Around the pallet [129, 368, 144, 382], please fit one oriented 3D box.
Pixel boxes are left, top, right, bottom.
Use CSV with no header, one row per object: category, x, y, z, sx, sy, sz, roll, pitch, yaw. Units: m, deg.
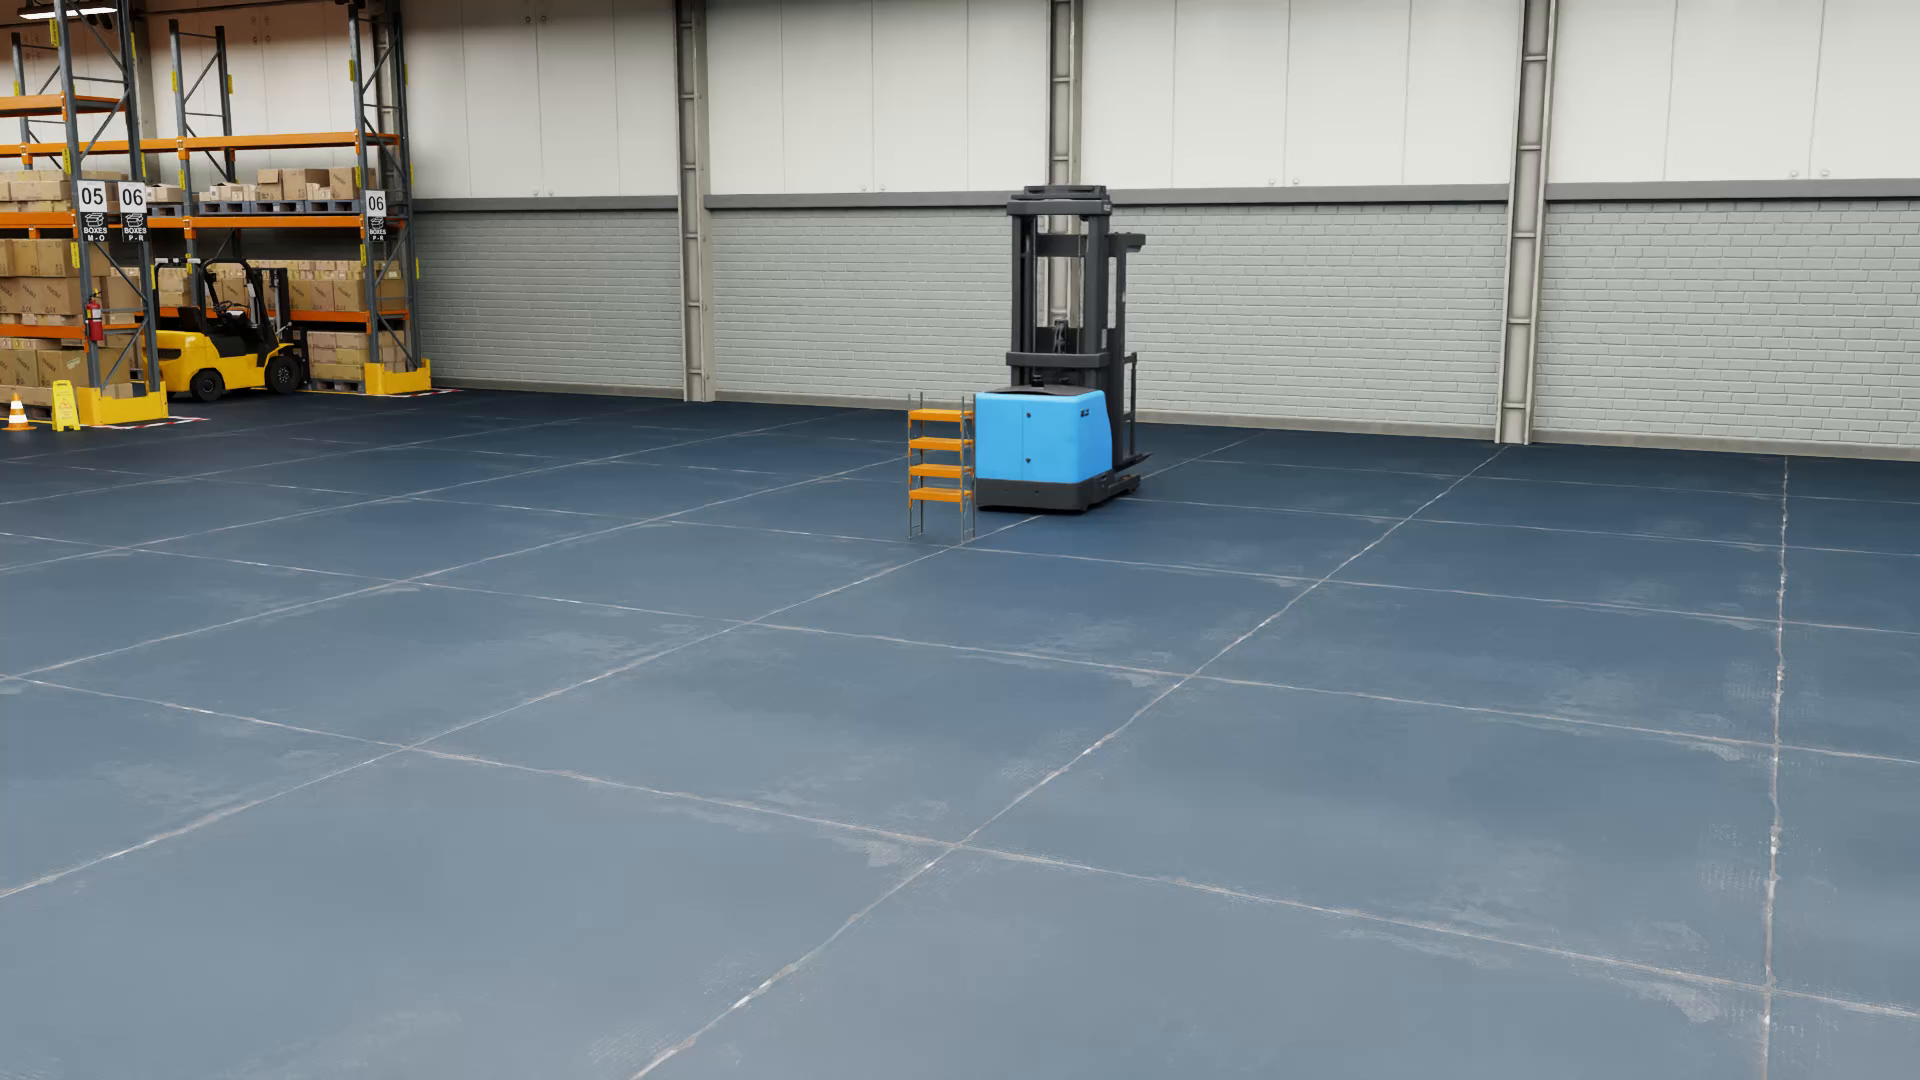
pallet,-14.513,-2.982,29.614,1.213,0.211,1.003,5,11,26

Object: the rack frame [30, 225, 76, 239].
rack frame,-16.324,-4.522,30.291,0.127,3.000,1.000,5,11,26

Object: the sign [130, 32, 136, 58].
sign,-11.103,-6.635,22.280,0.005,0.325,0.100,5,11,26

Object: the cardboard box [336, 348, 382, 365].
cardboard box,-9.725,-2.979,26.906,0.500,0.250,0.500,5,11,25

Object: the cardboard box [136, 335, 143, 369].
cardboard box,-13.903,-3.346,29.285,0.625,0.625,0.875,5,11,25

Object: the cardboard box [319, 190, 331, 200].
cardboard box,-10.028,-5.516,26.609,0.250,0.149,0.380,5,11,24

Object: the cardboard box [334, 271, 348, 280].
cardboard box,-9.827,-4.258,26.730,0.250,0.149,0.380,5,12,27

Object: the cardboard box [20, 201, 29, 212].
cardboard box,-12.445,-4.505,22.484,0.250,0.149,0.380,5,11,26

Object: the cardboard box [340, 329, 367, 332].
cardboard box,-9.947,-3.344,27.517,0.500,0.250,0.500,5,11,26

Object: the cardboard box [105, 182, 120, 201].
cardboard box,-11.676,-4.729,22.599,0.500,0.250,0.500,5,11,25

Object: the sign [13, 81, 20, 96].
sign,-16.556,-7.885,29.183,0.005,0.325,0.100,5,11,26

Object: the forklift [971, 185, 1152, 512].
forklift,1.134,-1.917,16.093,1.130,2.935,3.031,4,11,22

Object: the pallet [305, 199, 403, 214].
pallet,-9.773,-5.384,26.879,1.213,0.211,1.003,5,11,26

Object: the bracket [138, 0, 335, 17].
bracket,-12.215,-8.992,28.040,4.783,0.066,0.076,5,11,26

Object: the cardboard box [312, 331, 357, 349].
cardboard box,-10.162,-3.263,27.068,0.500,0.250,0.500,5,12,27

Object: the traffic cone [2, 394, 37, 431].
traffic cone,-12.299,-1.678,21.700,0.334,0.463,0.336,5,11,26

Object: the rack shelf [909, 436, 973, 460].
rack shelf,-0.148,-0.757,13.668,0.480,0.148,0.258,5,11,26

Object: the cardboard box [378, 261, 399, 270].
cardboard box,-9.357,-4.466,27.049,0.250,0.149,0.380,5,11,25

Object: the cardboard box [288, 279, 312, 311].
cardboard box,-10.628,-4.020,27.238,0.500,0.500,0.500,5,11,25

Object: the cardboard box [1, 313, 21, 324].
cardboard box,-12.951,-3.059,22.917,0.250,0.149,0.380,5,11,25

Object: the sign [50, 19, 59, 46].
sign,-11.607,-6.501,21.313,0.005,0.325,0.100,5,11,26

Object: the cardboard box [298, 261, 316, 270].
cardboard box,-10.519,-4.466,27.044,0.250,0.149,0.380,5,12,27

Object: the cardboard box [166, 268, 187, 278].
cardboard box,-13.381,-4.584,28.532,0.250,0.149,0.380,5,11,25

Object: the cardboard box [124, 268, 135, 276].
cardboard box,-14.301,-4.662,28.965,0.250,0.149,0.380,5,11,26

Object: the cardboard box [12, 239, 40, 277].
cardboard box,-12.348,-3.832,22.558,0.500,0.500,0.700,5,11,26

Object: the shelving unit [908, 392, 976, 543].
shelving unit,-0.148,-0.603,13.695,0.503,1.200,0.258,5,11,26

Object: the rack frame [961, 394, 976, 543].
rack frame,0.070,-0.584,13.589,0.015,1.200,0.240,5,11,26

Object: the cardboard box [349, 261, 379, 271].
cardboard box,-9.565,-4.400,26.684,0.250,0.149,0.380,5,11,26

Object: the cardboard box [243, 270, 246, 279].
cardboard box,-11.666,-4.419,27.623,0.250,0.149,0.380,5,11,25

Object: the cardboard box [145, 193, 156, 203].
cardboard box,-13.858,-5.853,28.469,0.250,0.149,0.380,5,11,26

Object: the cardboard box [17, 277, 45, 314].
cardboard box,-12.399,-3.333,22.606,0.500,0.500,0.500,5,11,26

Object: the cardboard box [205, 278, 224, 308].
cardboard box,-12.455,-4.179,28.117,0.500,0.500,0.500,5,11,24

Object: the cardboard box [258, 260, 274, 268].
cardboard box,-11.392,-4.560,27.564,0.250,0.149,0.380,5,11,26

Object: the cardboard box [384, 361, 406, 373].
cardboard box,-9.504,-2.815,27.401,0.500,0.250,0.500,5,11,26

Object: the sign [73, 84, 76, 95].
sign,-16.082,-8.100,30.150,0.005,0.325,0.100,5,11,26

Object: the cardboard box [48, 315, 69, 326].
cardboard box,-12.049,-2.972,22.434,0.250,0.149,0.380,5,11,25

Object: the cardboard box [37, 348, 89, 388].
cardboard box,-12.177,-2.342,22.685,0.500,0.500,0.500,5,11,26

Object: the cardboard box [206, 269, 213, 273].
cardboard box,-12.568,-4.508,28.112,0.250,0.149,0.380,5,11,25

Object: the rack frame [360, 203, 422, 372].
rack frame,-9.150,-3.891,26.807,0.127,3.000,1.000,5,11,26

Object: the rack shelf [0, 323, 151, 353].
rack shelf,-13.137,-2.902,23.361,4.000,0.370,1.077,5,11,26

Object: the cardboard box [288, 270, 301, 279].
cardboard box,-10.746,-4.339,27.181,0.250,0.149,0.380,5,11,26

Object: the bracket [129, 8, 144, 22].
bracket,-14.541,-9.197,29.170,0.430,0.232,0.235,5,11,26

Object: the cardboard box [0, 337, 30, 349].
cardboard box,-12.995,-2.721,22.956,0.250,0.149,0.380,6,12,28

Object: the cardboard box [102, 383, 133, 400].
cardboard box,-11.944,-2.059,23.228,0.500,0.250,0.500,5,11,25

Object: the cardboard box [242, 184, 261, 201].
cardboard box,-11.541,-5.707,27.333,0.258,0.266,0.396,5,11,24

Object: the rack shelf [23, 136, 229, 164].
rack shelf,-14.531,-6.765,28.985,4.000,0.370,1.077,5,11,26

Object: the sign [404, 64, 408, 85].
sign,-8.899,-7.469,26.663,0.005,0.325,0.100,5,11,26

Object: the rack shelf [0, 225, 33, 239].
rack shelf,-18.118,-5.801,30.958,4.000,0.370,1.077,5,11,26

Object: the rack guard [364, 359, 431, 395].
rack guard,-9.129,-2.659,27.020,0.348,0.500,1.175,5,11,26

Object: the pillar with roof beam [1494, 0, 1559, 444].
pillar with roof beam,4.862,-4.936,15.736,0.400,9.000,9.100,5,11,26

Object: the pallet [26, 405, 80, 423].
pallet,-12.124,-1.802,23.092,1.213,0.211,1.003,5,11,26

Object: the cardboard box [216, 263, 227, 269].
cardboard box,-12.300,-4.645,28.037,0.250,0.149,0.380,5,11,27

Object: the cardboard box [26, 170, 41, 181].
cardboard box,-12.228,-4.866,22.238,0.250,0.149,0.380,5,11,25

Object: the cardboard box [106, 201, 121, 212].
cardboard box,-11.497,-4.529,22.612,0.250,0.149,0.380,5,11,26

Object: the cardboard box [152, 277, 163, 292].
cardboard box,-13.755,-4.416,28.724,0.500,0.250,0.500,5,11,24
